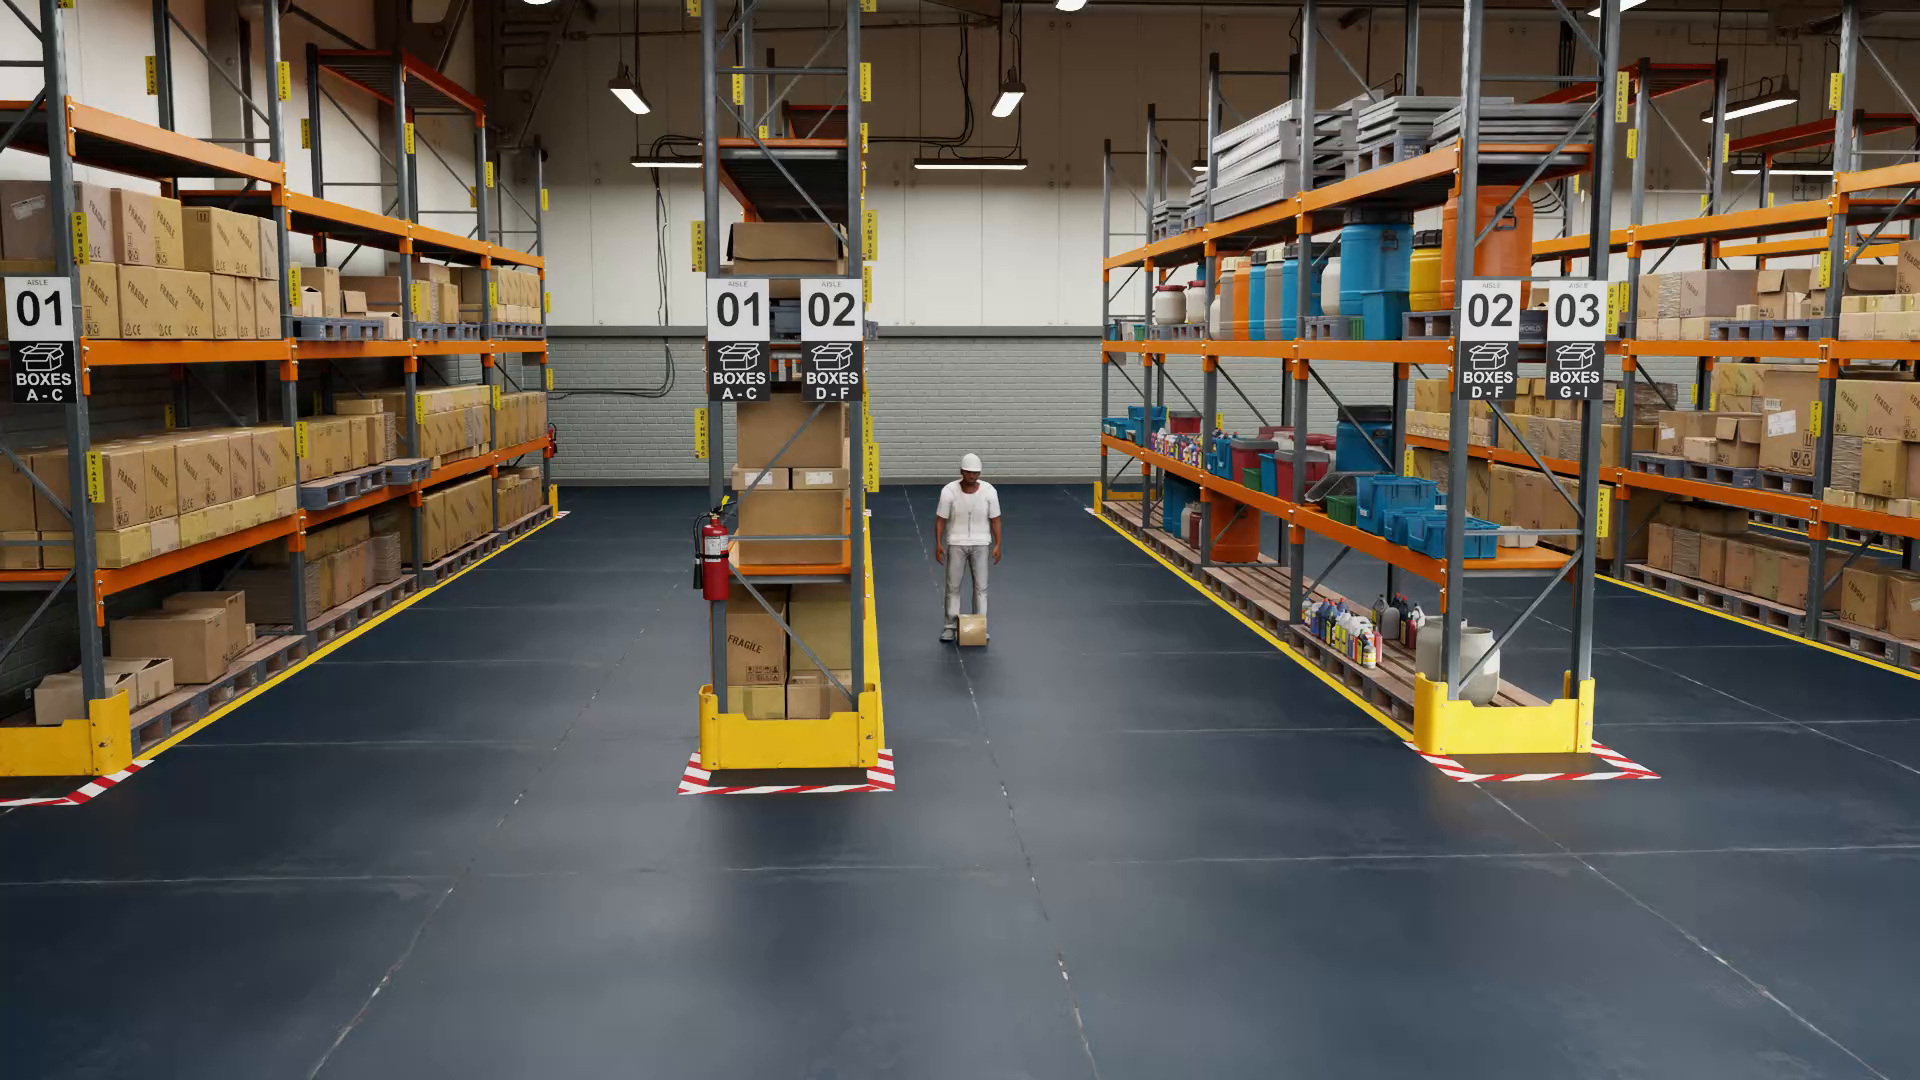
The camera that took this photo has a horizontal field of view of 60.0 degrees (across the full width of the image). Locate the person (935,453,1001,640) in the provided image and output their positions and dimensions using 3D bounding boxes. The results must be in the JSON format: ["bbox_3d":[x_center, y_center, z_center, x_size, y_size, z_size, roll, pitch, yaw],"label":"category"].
[{"bbox_3d":[0.078,0.064,15.640,0.627,1.758,0.456,0,7,-3],"label":"person"}]
